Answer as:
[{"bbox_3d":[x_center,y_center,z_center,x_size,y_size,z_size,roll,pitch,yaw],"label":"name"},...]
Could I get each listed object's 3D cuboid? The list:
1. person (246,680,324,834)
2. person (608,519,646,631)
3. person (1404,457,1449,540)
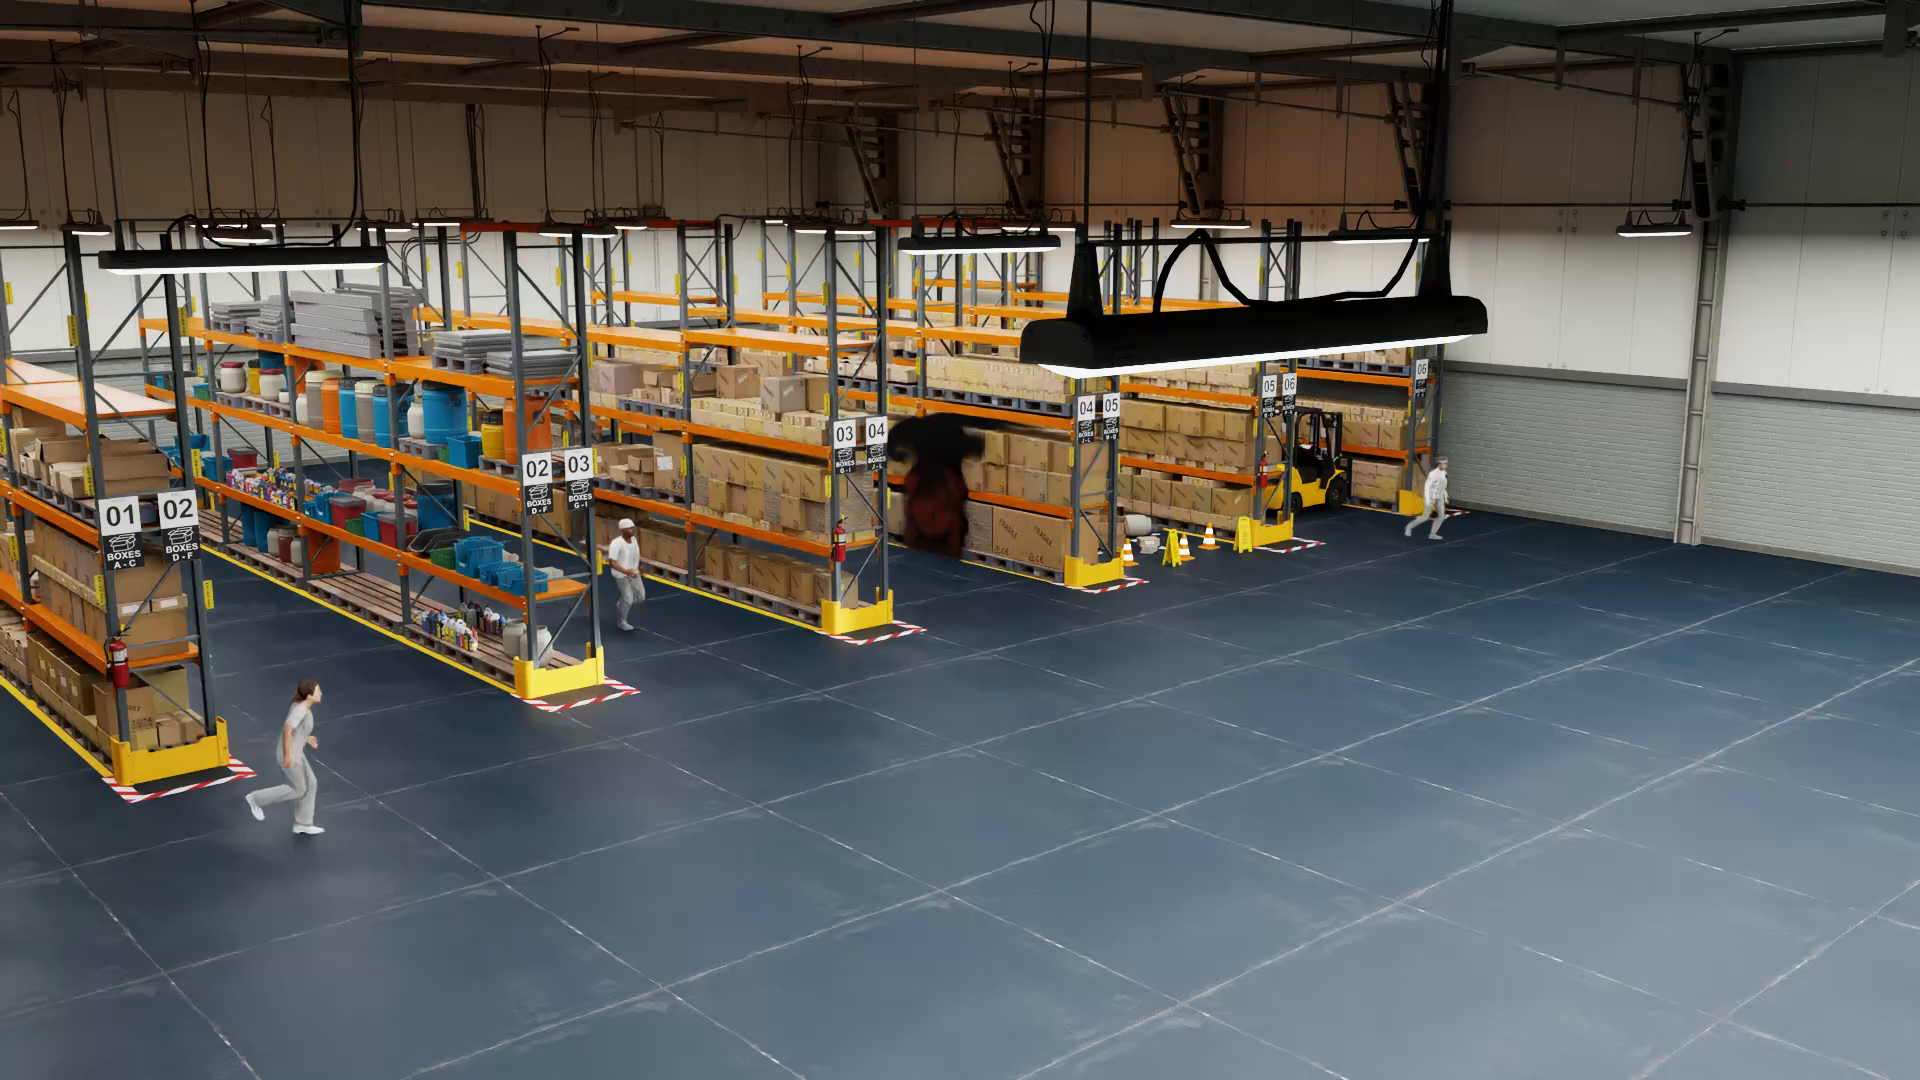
[{"bbox_3d":[-6.862,2.229,16.913,0.796,1.610,0.564,-5,12,-22],"label":"person"},{"bbox_3d":[-4.993,0.516,24.994,0.630,1.708,0.688,7,13,30],"label":"person"},{"bbox_3d":[8.984,-0.813,31.829,0.709,1.597,0.615,-8,14,-36],"label":"person"}]
